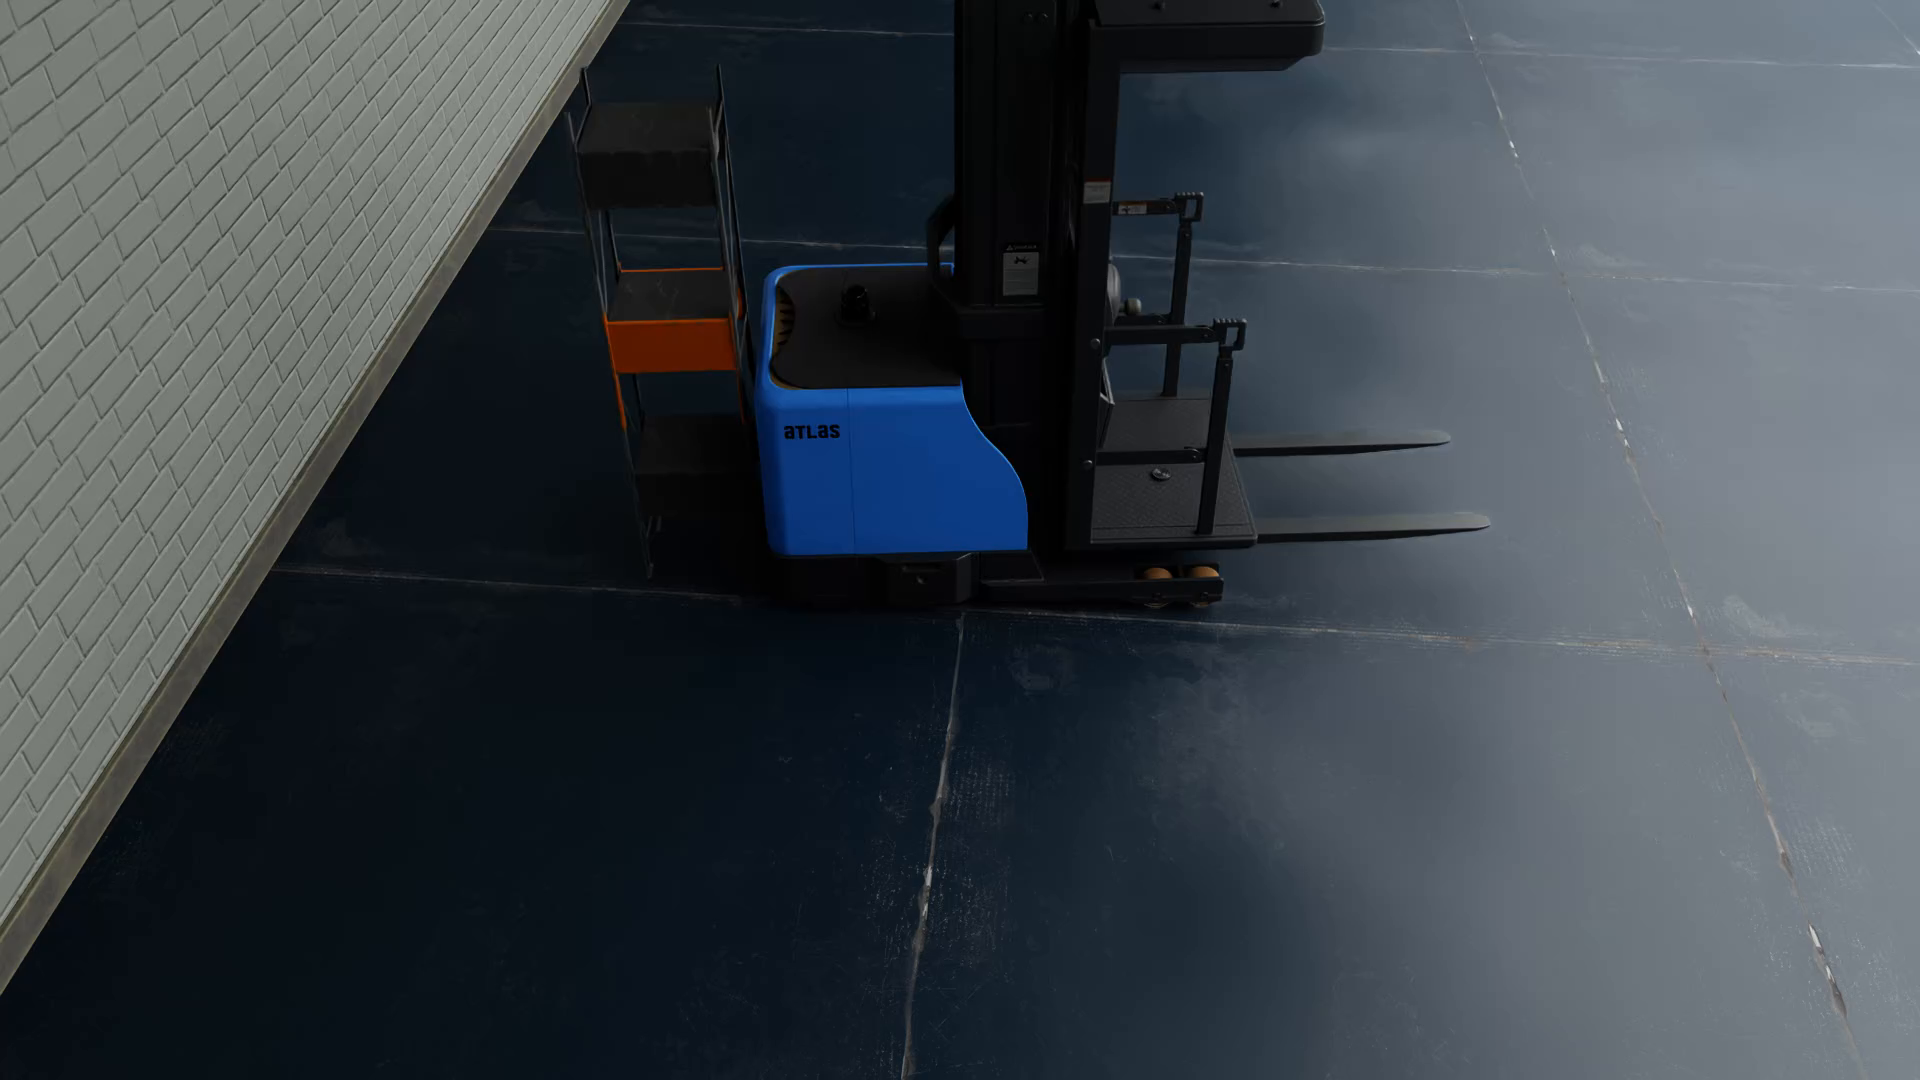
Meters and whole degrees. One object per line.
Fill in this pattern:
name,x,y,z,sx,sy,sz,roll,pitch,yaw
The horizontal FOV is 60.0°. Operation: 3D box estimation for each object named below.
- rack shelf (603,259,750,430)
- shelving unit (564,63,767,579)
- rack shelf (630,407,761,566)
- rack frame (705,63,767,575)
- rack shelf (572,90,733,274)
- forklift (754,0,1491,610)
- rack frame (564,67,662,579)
rack shelf,-1.098,-0.772,6.550,0.480,0.518,0.431,-2,39,0
shelving unit,-1.098,-0.783,6.541,0.503,2.100,0.431,-2,39,0
rack shelf,-1.085,-0.230,6.992,0.480,0.518,0.431,-2,39,0
rack frame,-0.854,-0.790,6.543,0.015,2.100,0.400,-2,39,0
rack shelf,-1.111,-1.315,6.108,0.480,0.518,0.431,-2,39,0
forklift,0.701,-1.192,6.393,3.031,2.935,1.130,-2,39,-2
rack frame,-1.342,-0.776,6.540,0.015,2.100,0.400,-2,39,0
